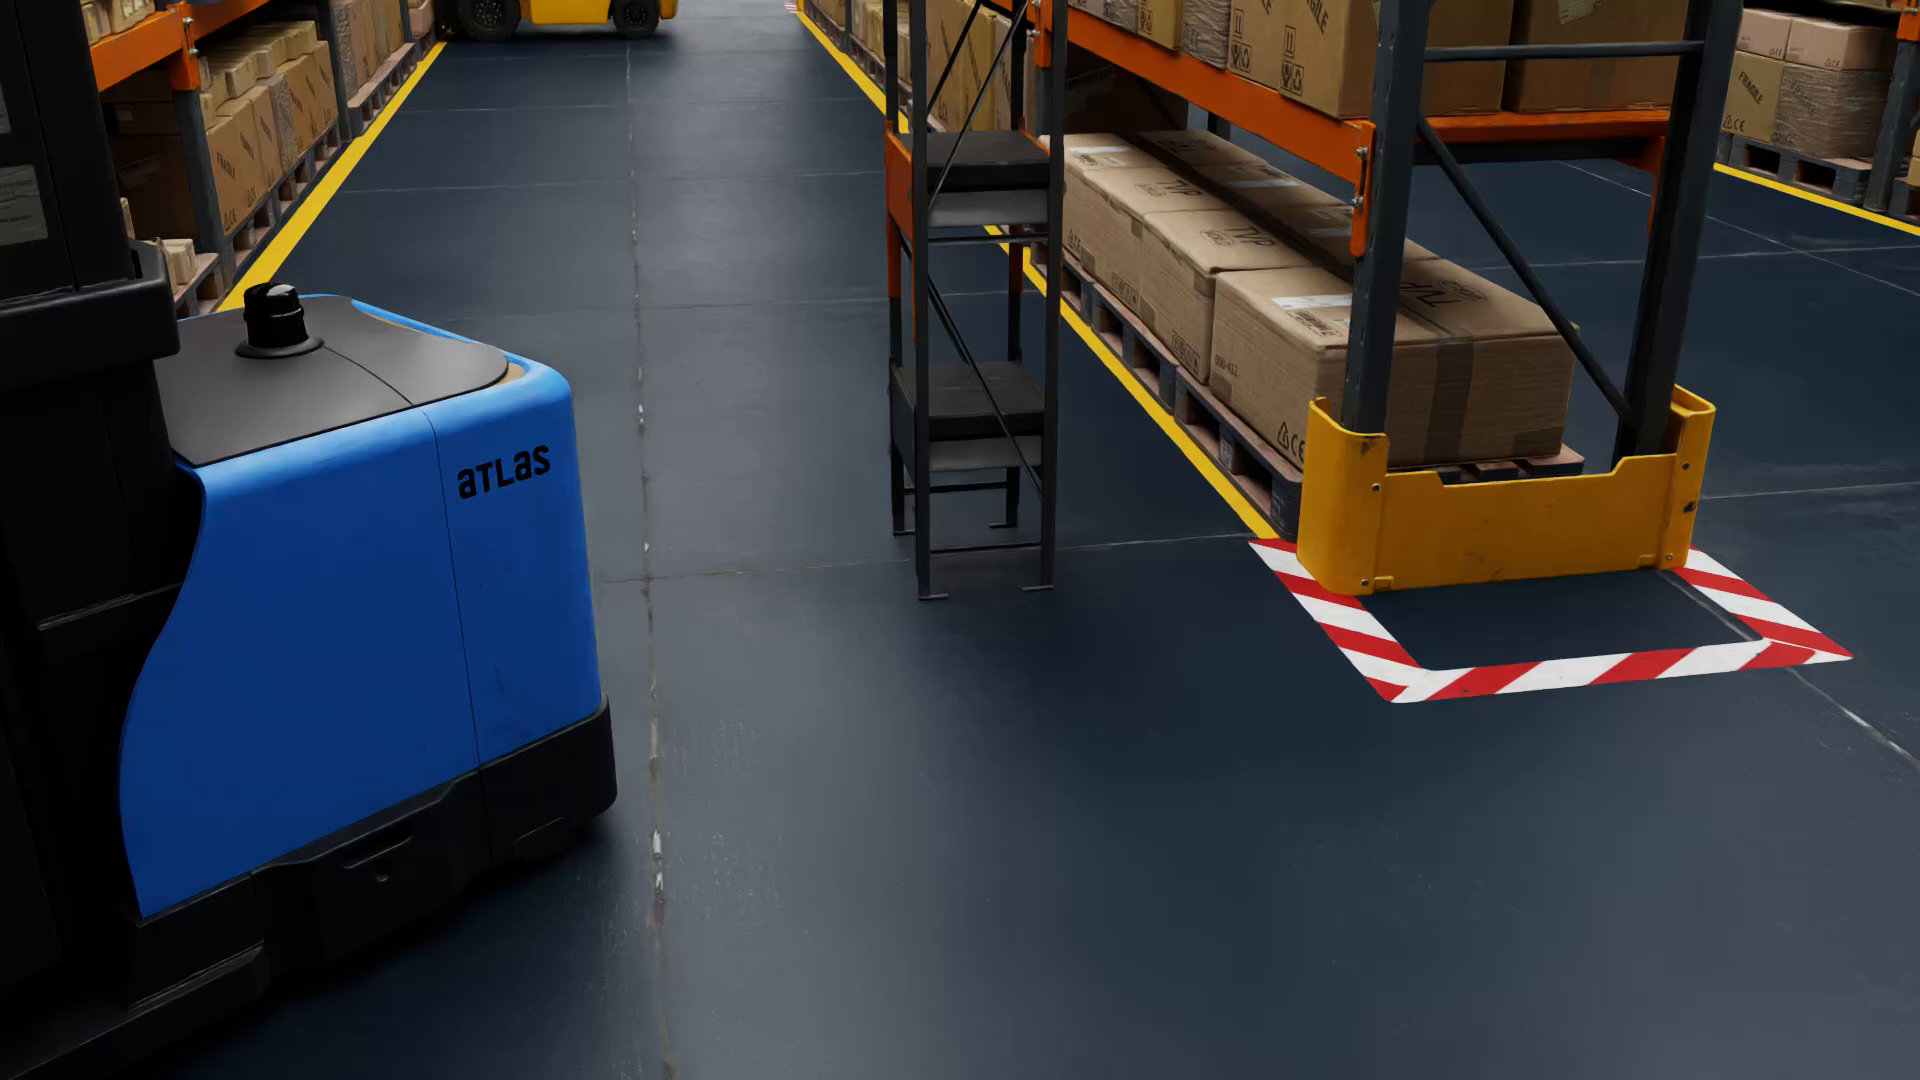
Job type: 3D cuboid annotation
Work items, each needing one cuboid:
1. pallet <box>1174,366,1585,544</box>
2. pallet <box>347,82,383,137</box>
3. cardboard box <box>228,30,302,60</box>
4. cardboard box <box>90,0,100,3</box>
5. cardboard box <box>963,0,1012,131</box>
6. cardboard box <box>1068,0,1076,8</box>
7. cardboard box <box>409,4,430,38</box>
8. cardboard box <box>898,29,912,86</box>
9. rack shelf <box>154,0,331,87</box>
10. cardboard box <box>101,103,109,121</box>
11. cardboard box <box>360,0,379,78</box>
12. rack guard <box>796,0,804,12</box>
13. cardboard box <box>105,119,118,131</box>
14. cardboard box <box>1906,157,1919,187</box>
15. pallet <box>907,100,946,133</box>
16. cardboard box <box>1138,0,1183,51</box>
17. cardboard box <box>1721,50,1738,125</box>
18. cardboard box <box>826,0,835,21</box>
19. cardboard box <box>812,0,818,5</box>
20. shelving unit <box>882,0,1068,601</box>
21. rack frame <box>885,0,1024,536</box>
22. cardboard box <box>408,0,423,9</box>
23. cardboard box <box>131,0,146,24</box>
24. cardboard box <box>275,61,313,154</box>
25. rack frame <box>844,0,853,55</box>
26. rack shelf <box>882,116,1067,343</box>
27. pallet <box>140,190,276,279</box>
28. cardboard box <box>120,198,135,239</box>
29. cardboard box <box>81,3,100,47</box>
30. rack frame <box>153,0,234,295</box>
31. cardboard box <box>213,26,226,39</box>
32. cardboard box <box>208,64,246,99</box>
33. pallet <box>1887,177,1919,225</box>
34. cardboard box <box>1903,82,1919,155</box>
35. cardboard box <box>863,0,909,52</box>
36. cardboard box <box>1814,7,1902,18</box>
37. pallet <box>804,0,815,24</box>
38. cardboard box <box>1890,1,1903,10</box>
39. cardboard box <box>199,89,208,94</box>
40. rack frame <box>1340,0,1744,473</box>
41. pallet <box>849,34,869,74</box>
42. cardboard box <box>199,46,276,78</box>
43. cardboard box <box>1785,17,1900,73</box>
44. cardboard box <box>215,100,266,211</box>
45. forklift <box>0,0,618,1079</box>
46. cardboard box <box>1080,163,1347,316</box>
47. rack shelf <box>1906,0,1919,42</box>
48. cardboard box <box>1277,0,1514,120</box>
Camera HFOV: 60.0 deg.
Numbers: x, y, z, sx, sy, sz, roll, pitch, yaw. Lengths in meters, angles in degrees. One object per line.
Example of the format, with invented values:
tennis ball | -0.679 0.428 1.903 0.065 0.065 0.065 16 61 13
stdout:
pallet | 1.403 -0.357 5.803 1.003 0.211 1.213 -4 24 -10
pallet | -4.843 -3.153 12.205 1.003 0.211 1.213 -4 24 -10
cardboard box | -4.303 -3.061 10.298 0.380 0.149 0.250 -5 24 -12
cardboard box | -3.549 -2.220 6.401 0.500 0.250 0.500 -4 24 -10
cardboard box | 0.520 -2.711 9.839 0.875 0.875 0.875 -4 24 -8
cardboard box | 0.717 -2.741 7.654 0.500 0.500 0.500 -4 24 -8
cardboard box | -5.233 -4.824 15.459 0.500 0.250 0.500 -4 24 -9
cardboard box | 0.053 -3.684 12.696 0.950 0.372 0.625 -6 24 -13
rack shelf | -4.360 -2.987 9.241 1.077 0.370 4.000 -4 24 -10
cardboard box | -4.395 -2.101 8.101 0.380 0.149 0.250 -4 24 -10
cardboard box | -5.085 -3.976 13.047 0.875 0.625 0.625 -5 24 -12
rack guard | -1.317 -6.444 19.380 1.175 0.500 0.348 -4 24 -10
cardboard box | -4.371 -1.749 8.104 0.500 0.500 0.500 -4 24 -10
cardboard box | 5.485 -2.024 9.175 0.380 0.149 0.250 -5 24 -12
pallet | 0.220 -2.879 11.578 1.003 0.211 1.213 -4 24 -10
cardboard box | 0.987 -2.144 6.287 0.500 0.500 0.500 -4 24 -8
cardboard box | 5.164 -3.029 11.035 0.500 0.500 0.500 -5 24 -11
cardboard box | -1.073 -5.400 16.777 0.500 0.250 0.500 -5 24 -11
cardboard box | -1.367 -6.013 18.180 0.500 0.250 0.500 -3 24 -8
shelving unit | 0.031 -0.897 4.681 0.431 2.100 0.503 -4 24 -10
rack frame | -0.015 -0.993 4.900 0.400 2.100 0.015 -4 24 -10
cardboard box | -5.255 -5.052 15.355 0.500 0.250 0.500 -4 24 -10
cardboard box | -3.613 -2.208 6.871 0.380 0.149 0.250 -4 24 -8
cardboard box | -4.258 -2.597 10.047 0.500 0.500 0.500 -3 24 -7
rack frame | -0.592 -6.046 15.346 1.000 3.000 0.127 -4 24 -10
rack shelf | 0.031 -0.885 4.686 0.431 0.518 0.480 -4 24 -10
pallet | -4.177 -1.570 8.580 1.003 0.211 1.213 -4 24 -10
cardboard box | -3.582 -0.999 6.388 0.700 0.500 0.500 -5 24 -12
cardboard box | -3.445 -1.904 6.175 0.380 0.149 0.250 -5 24 -11
rack frame | -3.990 -2.530 7.296 1.000 3.000 0.127 -4 24 -10
cardboard box | -4.939 -3.220 10.662 0.380 0.149 0.250 -3 24 -7
cardboard box | -4.054 -2.447 8.892 0.380 0.149 0.250 -4 24 -10
pallet | 5.893 -1.766 9.030 1.003 0.211 1.213 -4 24 -10
cardboard box | 5.858 -2.663 10.197 0.500 0.500 0.500 -3 24 -8
cardboard box | -0.356 -4.546 14.669 0.950 0.372 0.625 -3 24 -6
cardboard box | 5.756 -3.215 10.526 0.500 0.250 0.500 -4 24 -8
pallet | -1.202 -5.989 18.700 1.003 0.211 1.213 -4 24 -10
cardboard box | 9.413 -5.183 15.944 0.700 0.500 0.500 -6 24 -14
cardboard box | -3.922 -2.139 8.187 0.380 0.149 0.250 -5 24 -11
rack frame | 1.627 -1.326 4.538 1.000 3.000 0.127 -4 24 -10
pallet | -0.446 -4.462 15.203 1.003 0.211 1.213 -4 24 -10
cardboard box | -4.171 -2.749 9.584 0.380 0.149 0.250 -5 24 -12
cardboard box | 5.347 -2.970 9.965 0.500 0.250 0.500 -5 24 -11
cardboard box | -3.966 -1.993 8.664 0.500 0.500 0.500 -5 24 -10
forklift | -2.128 -0.388 2.477 1.130 2.935 3.031 20 30 38
cardboard box | 1.064 -1.311 7.180 0.875 0.438 0.875 -5 24 -11
rack shelf | 6.104 -2.189 7.413 1.077 0.370 4.000 -4 24 -10
cardboard box | 1.278 -1.542 4.908 0.500 0.500 0.500 -4 24 -9
